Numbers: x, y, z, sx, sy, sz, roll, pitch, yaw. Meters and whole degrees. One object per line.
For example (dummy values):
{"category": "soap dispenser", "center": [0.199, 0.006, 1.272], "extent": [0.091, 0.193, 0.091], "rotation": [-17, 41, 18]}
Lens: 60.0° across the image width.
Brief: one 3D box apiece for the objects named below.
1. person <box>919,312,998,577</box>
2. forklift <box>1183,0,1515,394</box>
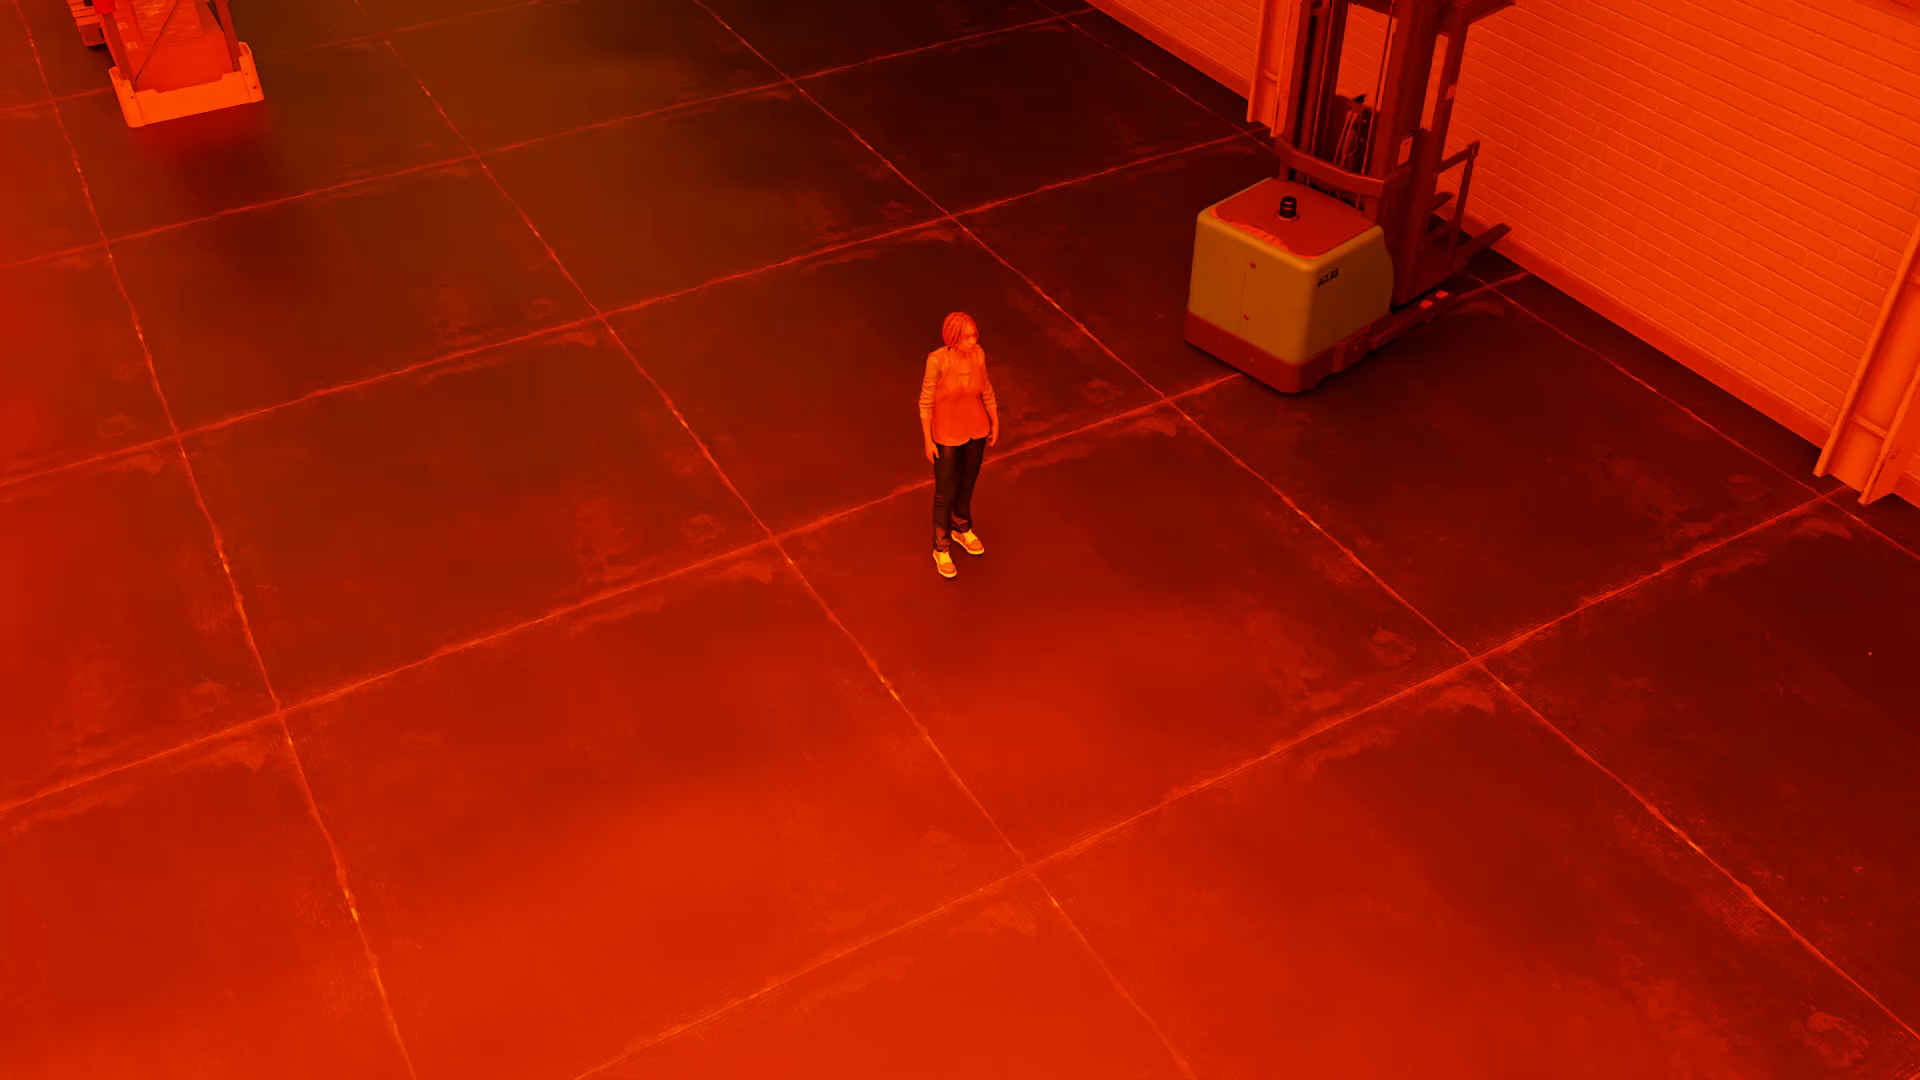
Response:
{"category": "person", "center": [0.025, -0.575, 9.762], "extent": [0.520, 1.599, 0.473], "rotation": [-20, 44, -23]}
{"category": "forklift", "center": [3.033, -2.950, 11.592], "extent": [3.031, 2.935, 1.130], "rotation": [-30, 48, -31]}
